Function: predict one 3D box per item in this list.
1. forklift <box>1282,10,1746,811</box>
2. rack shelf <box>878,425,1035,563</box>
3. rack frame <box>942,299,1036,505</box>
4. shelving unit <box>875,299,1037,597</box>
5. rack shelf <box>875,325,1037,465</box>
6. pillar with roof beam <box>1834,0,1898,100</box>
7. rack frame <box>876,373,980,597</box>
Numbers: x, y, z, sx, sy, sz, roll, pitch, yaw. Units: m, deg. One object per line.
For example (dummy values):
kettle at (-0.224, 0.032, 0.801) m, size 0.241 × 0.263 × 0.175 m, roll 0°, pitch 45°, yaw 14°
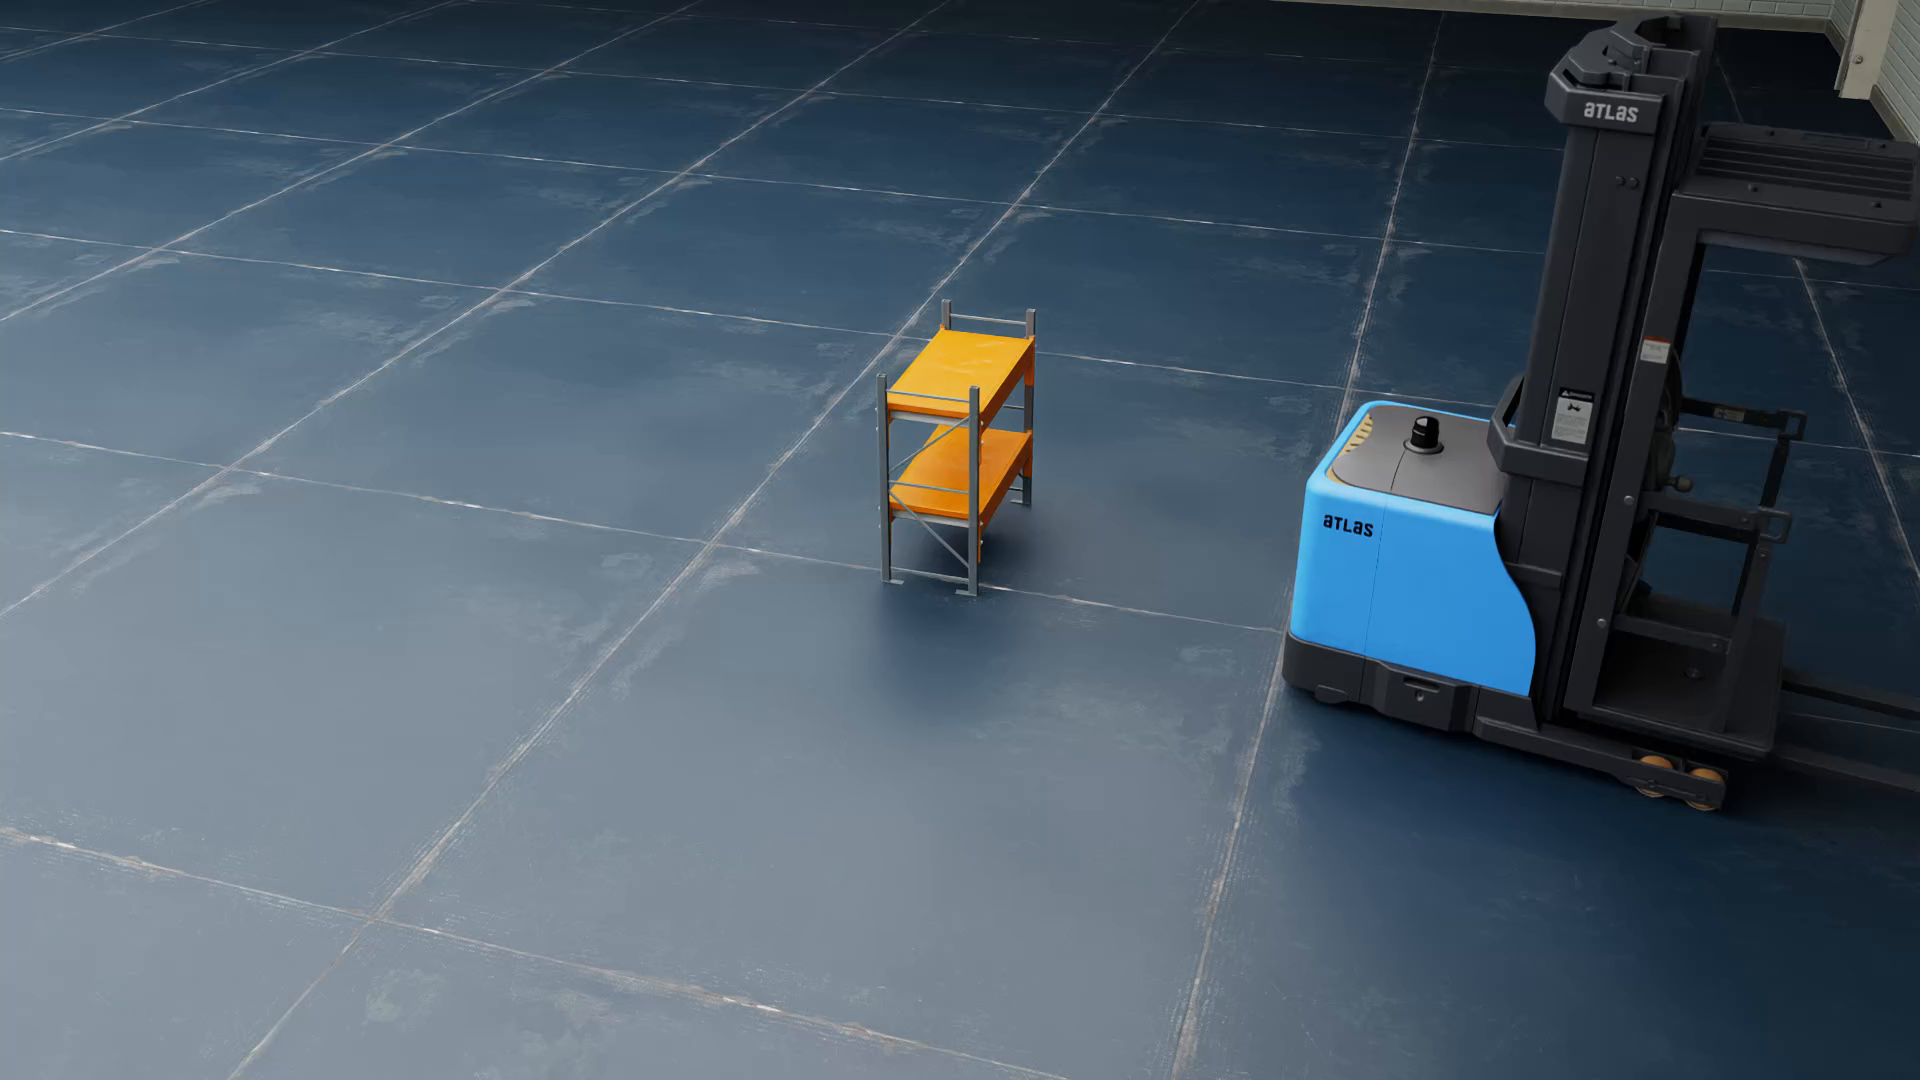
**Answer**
forklift at (3.004, -0.476, 6.590) m, size 3.031 × 2.935 × 1.130 m, roll 14°, pitch 32°, yaw 23°
rack shelf at (-0.002, -0.275, 8.590) m, size 0.538 × 0.278 × 1.000 m, roll 8°, pitch 30°, yaw 15°
rack frame at (0.147, -0.725, 8.896) m, size 0.500 × 1.125 × 0.032 m, roll 8°, pitch 30°, yaw 15°
shelving unit at (-0.002, -0.488, 8.471) m, size 0.538 × 1.125 × 1.048 m, roll 8°, pitch 30°, yaw 15°
rack shelf at (-0.002, -0.744, 8.329) m, size 0.538 × 0.278 × 1.000 m, roll 8°, pitch 30°, yaw 15°
pillar with roof beam at (4.963, -9.081, 15.818) m, size 9.100 × 9.000 × 0.400 m, roll 8°, pitch 30°, yaw 15°
rack frame at (-0.151, -0.252, 8.046) m, size 0.500 × 1.125 × 0.032 m, roll 8°, pitch 30°, yaw 15°
